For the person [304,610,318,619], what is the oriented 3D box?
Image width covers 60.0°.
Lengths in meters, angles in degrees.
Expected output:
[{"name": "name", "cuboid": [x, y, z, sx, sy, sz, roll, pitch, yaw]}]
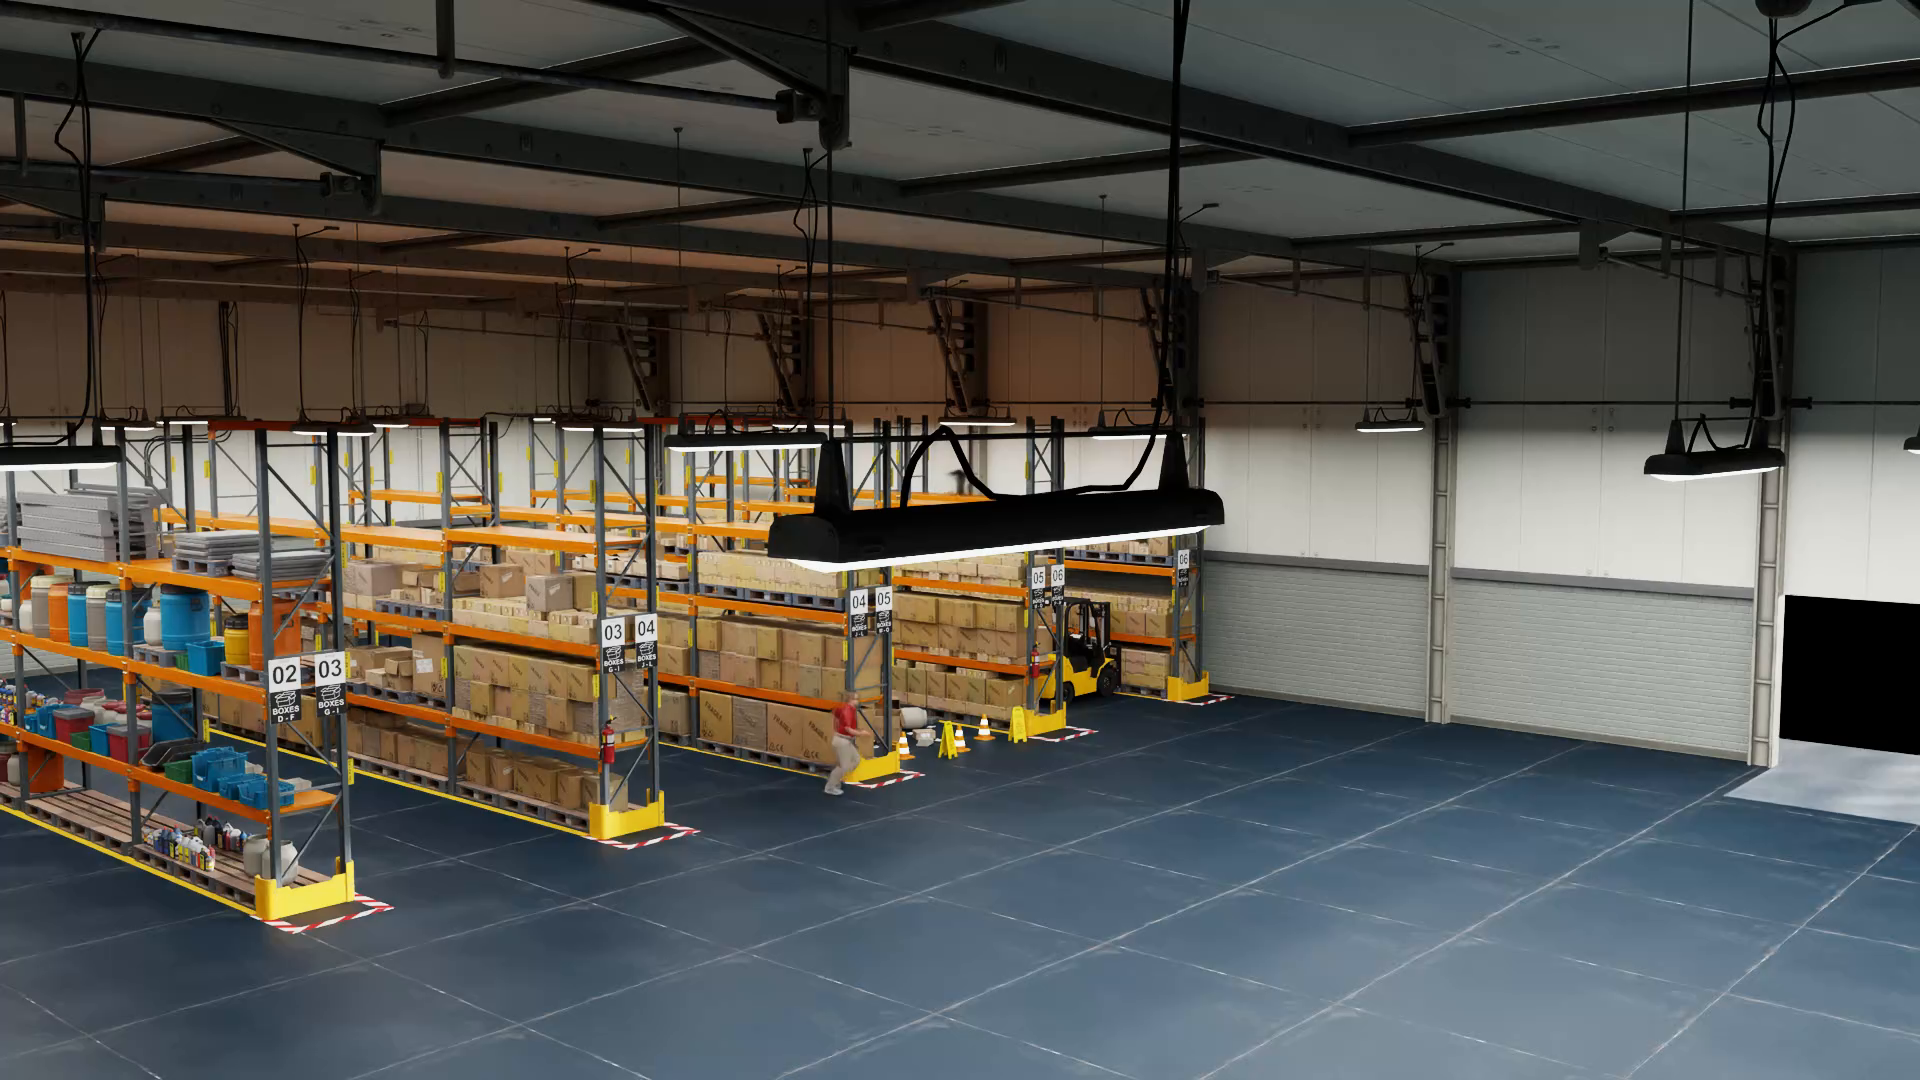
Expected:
[{"name": "person", "cuboid": [-15.016, 2.299, 38.366, 0.602, 1.678, 0.642, -2, 5, -23]}]

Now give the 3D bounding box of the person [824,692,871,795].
[{"name": "person", "cuboid": [-1.815, 3.288, 26.827, 0.765, 1.699, 0.664, 0, 5, -6]}]
